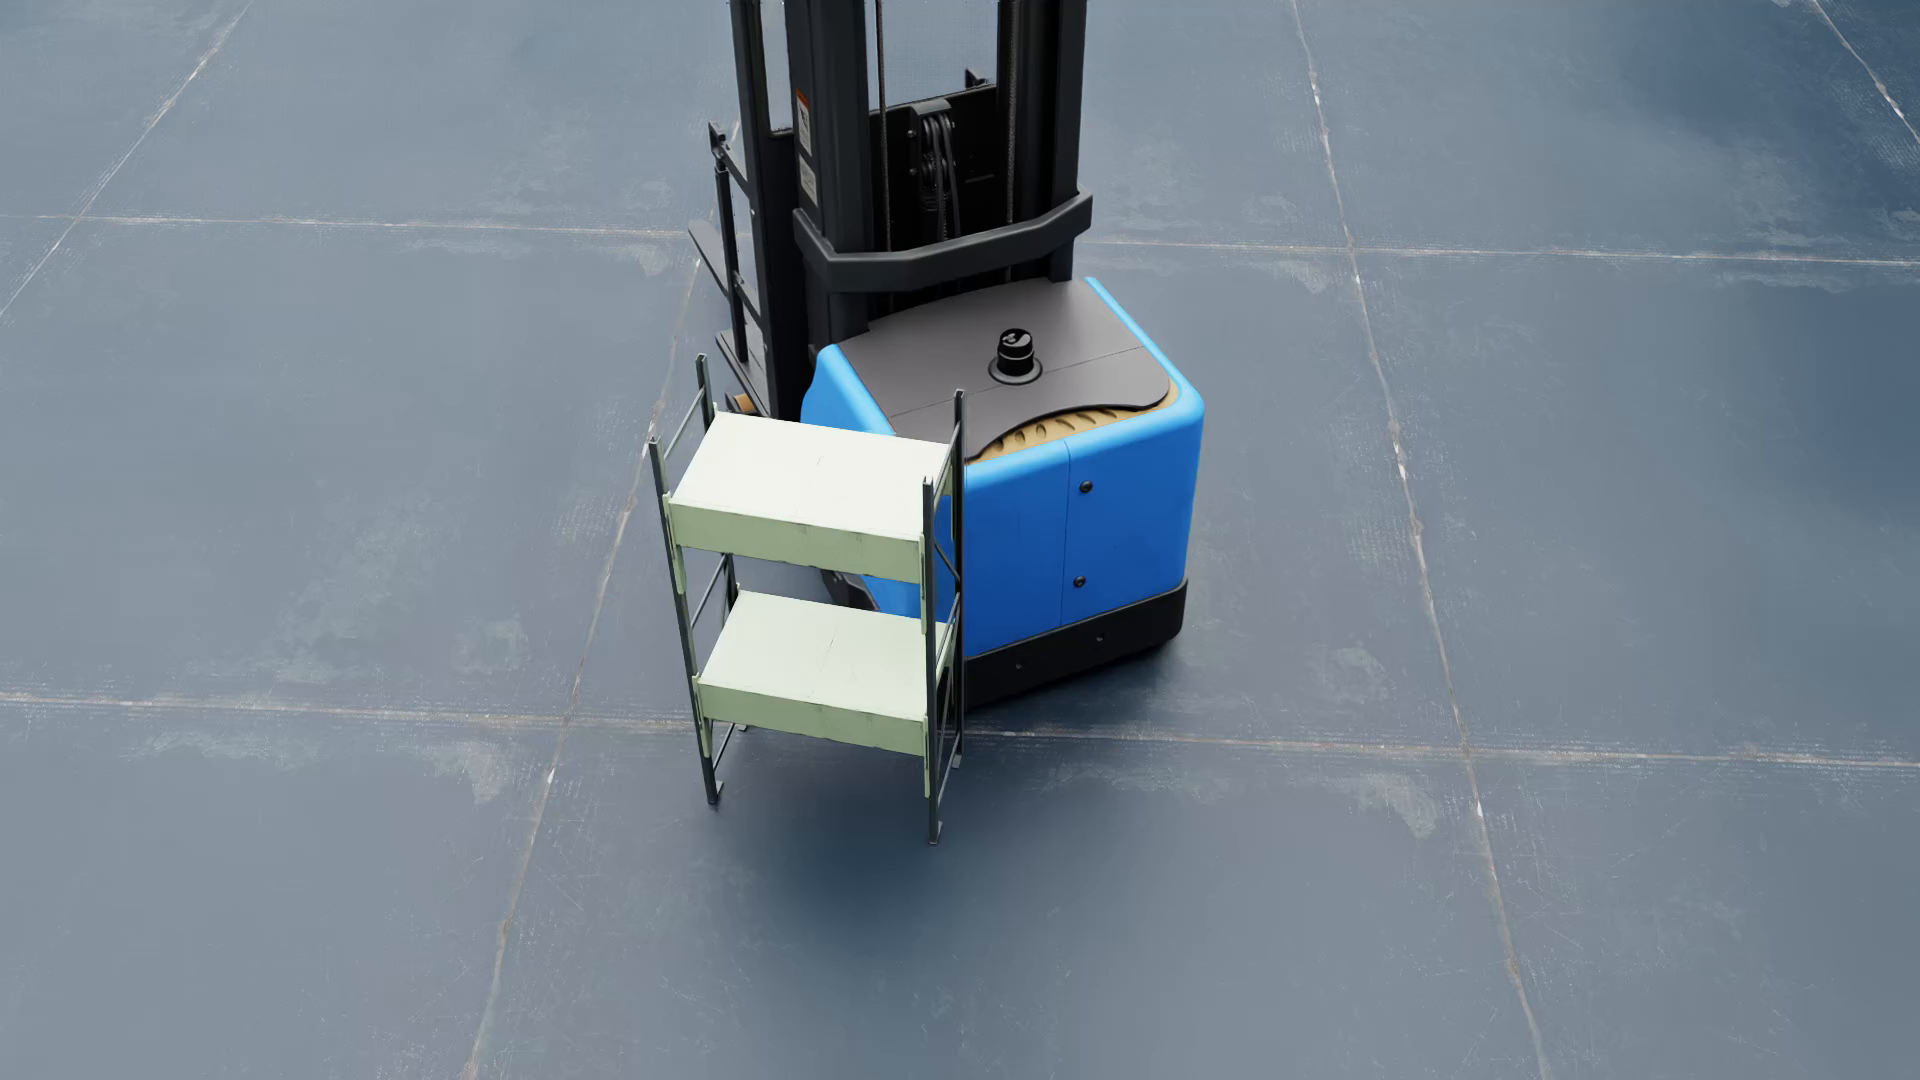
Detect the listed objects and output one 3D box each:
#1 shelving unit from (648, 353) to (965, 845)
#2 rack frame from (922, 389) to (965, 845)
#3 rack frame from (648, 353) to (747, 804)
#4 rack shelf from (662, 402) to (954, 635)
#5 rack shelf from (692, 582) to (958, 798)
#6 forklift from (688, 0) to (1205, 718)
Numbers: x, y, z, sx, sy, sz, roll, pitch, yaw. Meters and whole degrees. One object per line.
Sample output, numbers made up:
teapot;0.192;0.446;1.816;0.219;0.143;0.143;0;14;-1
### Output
shelving unit;-0.399;0.220;4.913;0.755;1.500;0.431;9;44;9
rack frame;-0.042;0.275;4.854;0.023;1.500;0.400;9;44;9
rack frame;-0.756;0.165;4.973;0.023;1.500;0.400;9;44;9
rack shelf;-0.399;-0.065;4.647;0.720;0.370;0.431;9;44;9
rack shelf;-0.399;0.459;5.136;0.720;0.370;0.431;9;44;9
forklift;-0.288;-1.491;5.701;1.130;2.935;3.031;-17;46;-18
